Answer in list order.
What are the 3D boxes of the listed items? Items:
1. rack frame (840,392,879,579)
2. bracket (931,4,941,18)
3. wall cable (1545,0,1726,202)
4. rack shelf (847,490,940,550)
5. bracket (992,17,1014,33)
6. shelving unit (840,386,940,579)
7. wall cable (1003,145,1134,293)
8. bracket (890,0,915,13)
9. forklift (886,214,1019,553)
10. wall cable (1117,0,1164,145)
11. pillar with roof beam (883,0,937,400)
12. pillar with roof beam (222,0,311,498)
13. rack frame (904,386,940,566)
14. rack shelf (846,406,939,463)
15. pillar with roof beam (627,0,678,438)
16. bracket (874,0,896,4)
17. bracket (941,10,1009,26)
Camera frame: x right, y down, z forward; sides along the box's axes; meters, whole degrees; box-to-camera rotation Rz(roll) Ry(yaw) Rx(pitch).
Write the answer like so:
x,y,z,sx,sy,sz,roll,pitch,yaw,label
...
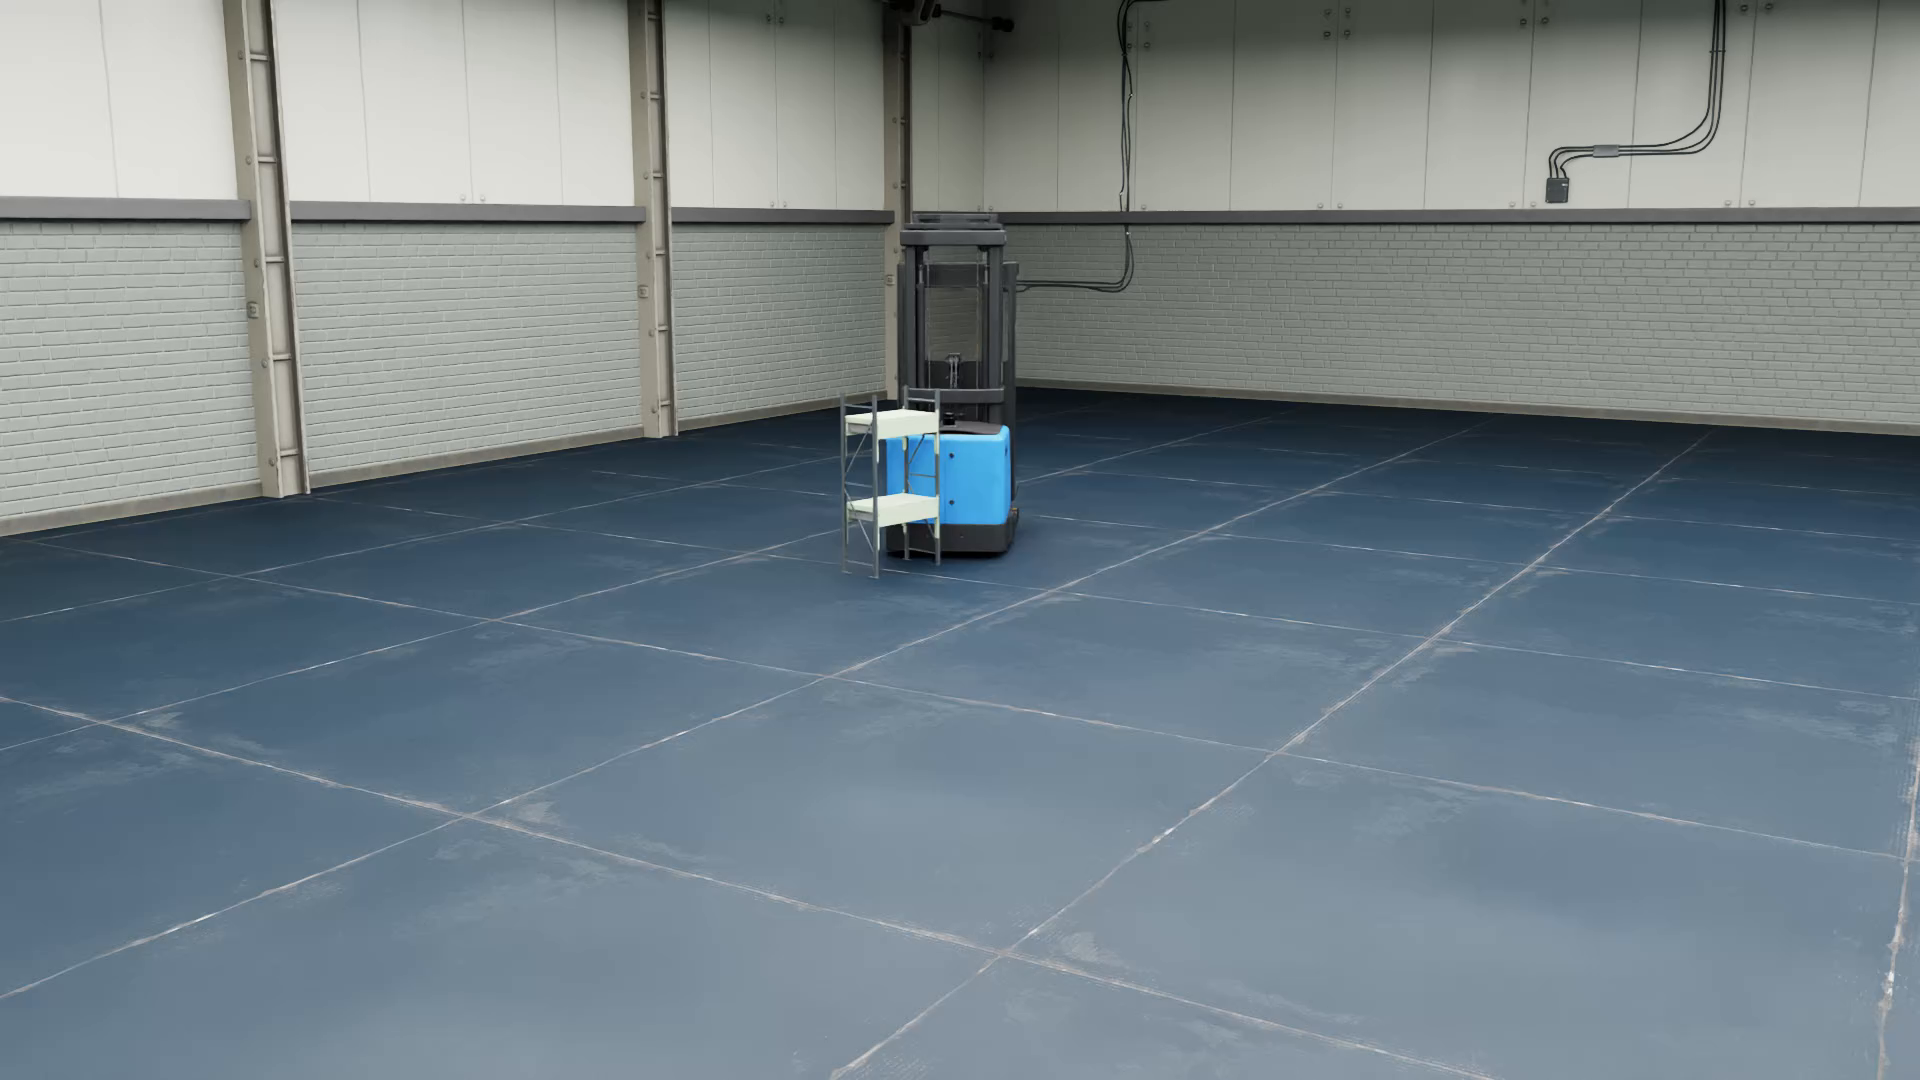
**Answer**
x,y,z,sx,sy,sz,roll,pitch,yaw,label
-0.819,-0.444,13.546,0.400,1.500,0.023,10,14,42,rack frame
-0.493,-8.601,26.957,0.235,0.232,0.430,6,12,31,bracket
9.753,-7.900,23.749,2.305,6.003,0.169,6,12,31,wall cable
-0.571,-0.173,13.870,0.431,0.370,0.720,10,14,42,rack shelf
0.737,-8.974,28.947,0.235,0.232,0.430,6,12,31,bracket
-0.571,-0.494,13.810,0.431,1.500,0.755,10,14,42,shelving unit
1.647,-5.611,29.206,3.097,2.526,0.112,6,12,31,wall cable
-0.924,-8.471,26.259,0.235,0.232,0.430,6,12,31,bracket
-0.014,-1.551,15.568,1.130,2.935,3.031,1,11,4,forklift
3.960,-7.835,27.361,3.097,2.526,0.112,6,12,31,wall cable
2.667,-6.389,24.923,9.100,9.000,0.548,6,12,31,pillar with roof beam
-3.563,-4.502,14.843,9.100,9.000,0.400,6,12,31,pillar with roof beam
-0.323,-0.543,14.075,0.400,1.500,0.023,10,14,42,rack frame
-0.571,-0.877,13.738,0.431,0.370,0.720,10,14,42,rack shelf
-0.448,-5.446,19.883,9.100,9.000,0.400,6,12,31,pillar with roof beam
-2.262,-8.065,24.095,0.076,0.066,4.783,6,12,31,bracket
0.430,-8.881,28.451,0.076,0.066,3.189,6,12,31,bracket
